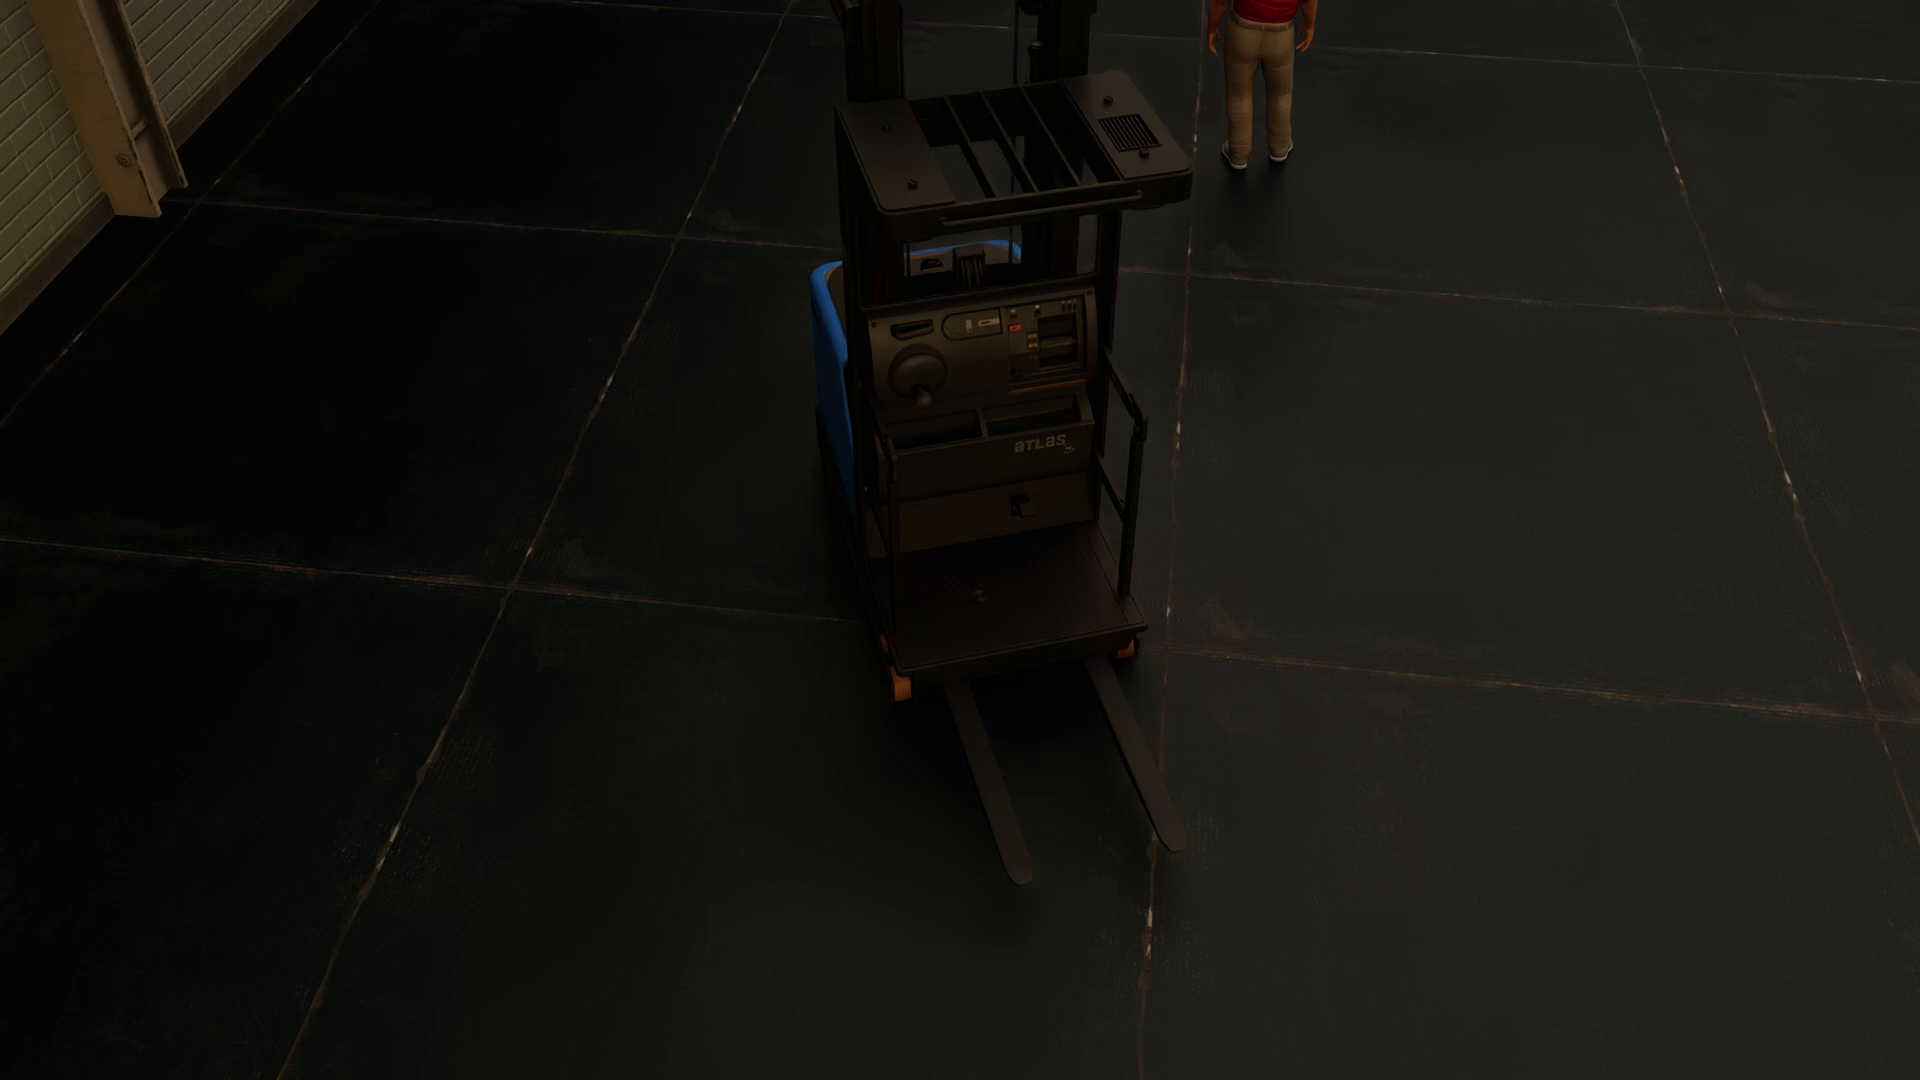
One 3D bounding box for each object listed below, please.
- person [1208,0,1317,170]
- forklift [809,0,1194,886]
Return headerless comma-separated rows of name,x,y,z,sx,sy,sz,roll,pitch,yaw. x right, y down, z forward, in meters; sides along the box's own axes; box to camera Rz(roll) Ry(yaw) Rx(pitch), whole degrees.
person,1.788,-3.042,9.913,0.641,1.727,0.551,3,43,3
forklift,0.153,-0.681,6.465,1.130,2.935,3.031,-10,44,-11
